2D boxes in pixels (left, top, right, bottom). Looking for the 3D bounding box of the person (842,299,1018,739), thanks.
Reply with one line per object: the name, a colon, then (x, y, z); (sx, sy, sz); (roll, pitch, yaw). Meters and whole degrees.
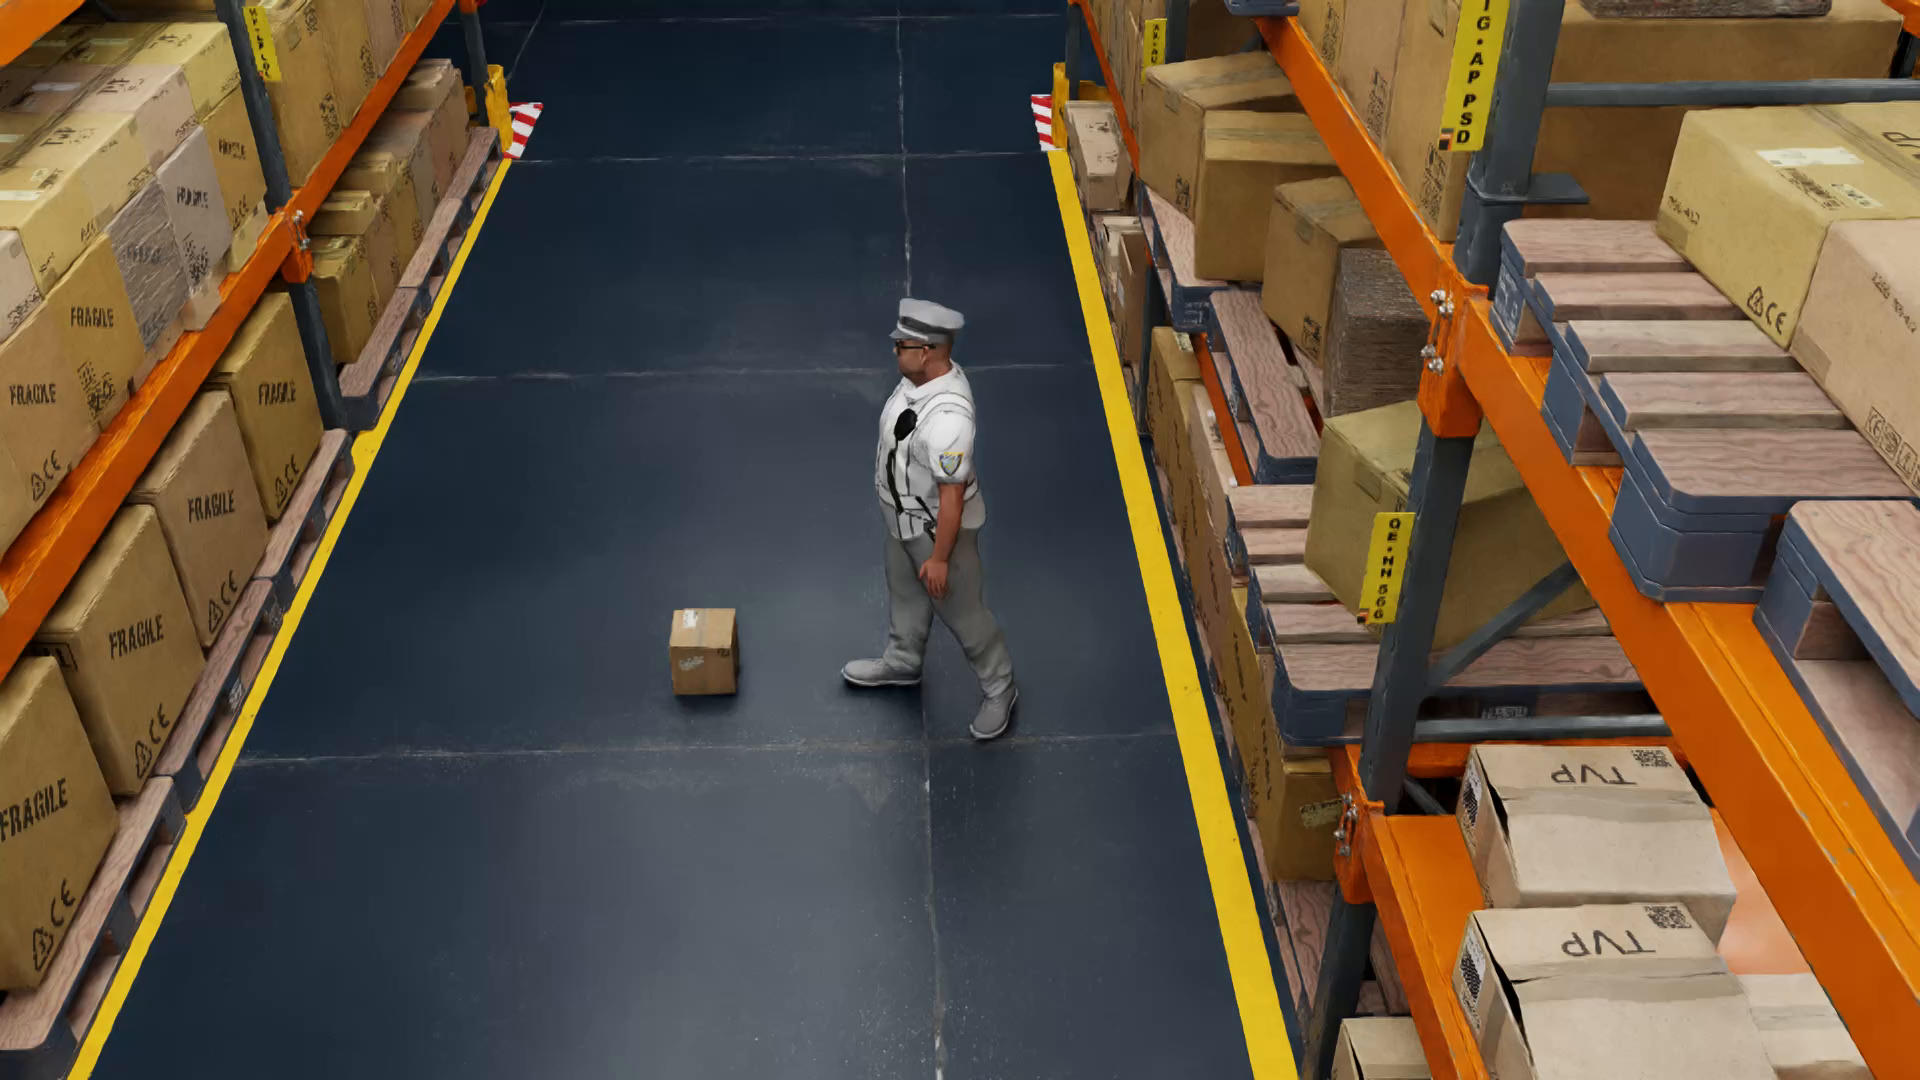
person: (-0.128, -0.108, 6.276); (0.658, 1.746, 0.774); (-9, 36, -13)
